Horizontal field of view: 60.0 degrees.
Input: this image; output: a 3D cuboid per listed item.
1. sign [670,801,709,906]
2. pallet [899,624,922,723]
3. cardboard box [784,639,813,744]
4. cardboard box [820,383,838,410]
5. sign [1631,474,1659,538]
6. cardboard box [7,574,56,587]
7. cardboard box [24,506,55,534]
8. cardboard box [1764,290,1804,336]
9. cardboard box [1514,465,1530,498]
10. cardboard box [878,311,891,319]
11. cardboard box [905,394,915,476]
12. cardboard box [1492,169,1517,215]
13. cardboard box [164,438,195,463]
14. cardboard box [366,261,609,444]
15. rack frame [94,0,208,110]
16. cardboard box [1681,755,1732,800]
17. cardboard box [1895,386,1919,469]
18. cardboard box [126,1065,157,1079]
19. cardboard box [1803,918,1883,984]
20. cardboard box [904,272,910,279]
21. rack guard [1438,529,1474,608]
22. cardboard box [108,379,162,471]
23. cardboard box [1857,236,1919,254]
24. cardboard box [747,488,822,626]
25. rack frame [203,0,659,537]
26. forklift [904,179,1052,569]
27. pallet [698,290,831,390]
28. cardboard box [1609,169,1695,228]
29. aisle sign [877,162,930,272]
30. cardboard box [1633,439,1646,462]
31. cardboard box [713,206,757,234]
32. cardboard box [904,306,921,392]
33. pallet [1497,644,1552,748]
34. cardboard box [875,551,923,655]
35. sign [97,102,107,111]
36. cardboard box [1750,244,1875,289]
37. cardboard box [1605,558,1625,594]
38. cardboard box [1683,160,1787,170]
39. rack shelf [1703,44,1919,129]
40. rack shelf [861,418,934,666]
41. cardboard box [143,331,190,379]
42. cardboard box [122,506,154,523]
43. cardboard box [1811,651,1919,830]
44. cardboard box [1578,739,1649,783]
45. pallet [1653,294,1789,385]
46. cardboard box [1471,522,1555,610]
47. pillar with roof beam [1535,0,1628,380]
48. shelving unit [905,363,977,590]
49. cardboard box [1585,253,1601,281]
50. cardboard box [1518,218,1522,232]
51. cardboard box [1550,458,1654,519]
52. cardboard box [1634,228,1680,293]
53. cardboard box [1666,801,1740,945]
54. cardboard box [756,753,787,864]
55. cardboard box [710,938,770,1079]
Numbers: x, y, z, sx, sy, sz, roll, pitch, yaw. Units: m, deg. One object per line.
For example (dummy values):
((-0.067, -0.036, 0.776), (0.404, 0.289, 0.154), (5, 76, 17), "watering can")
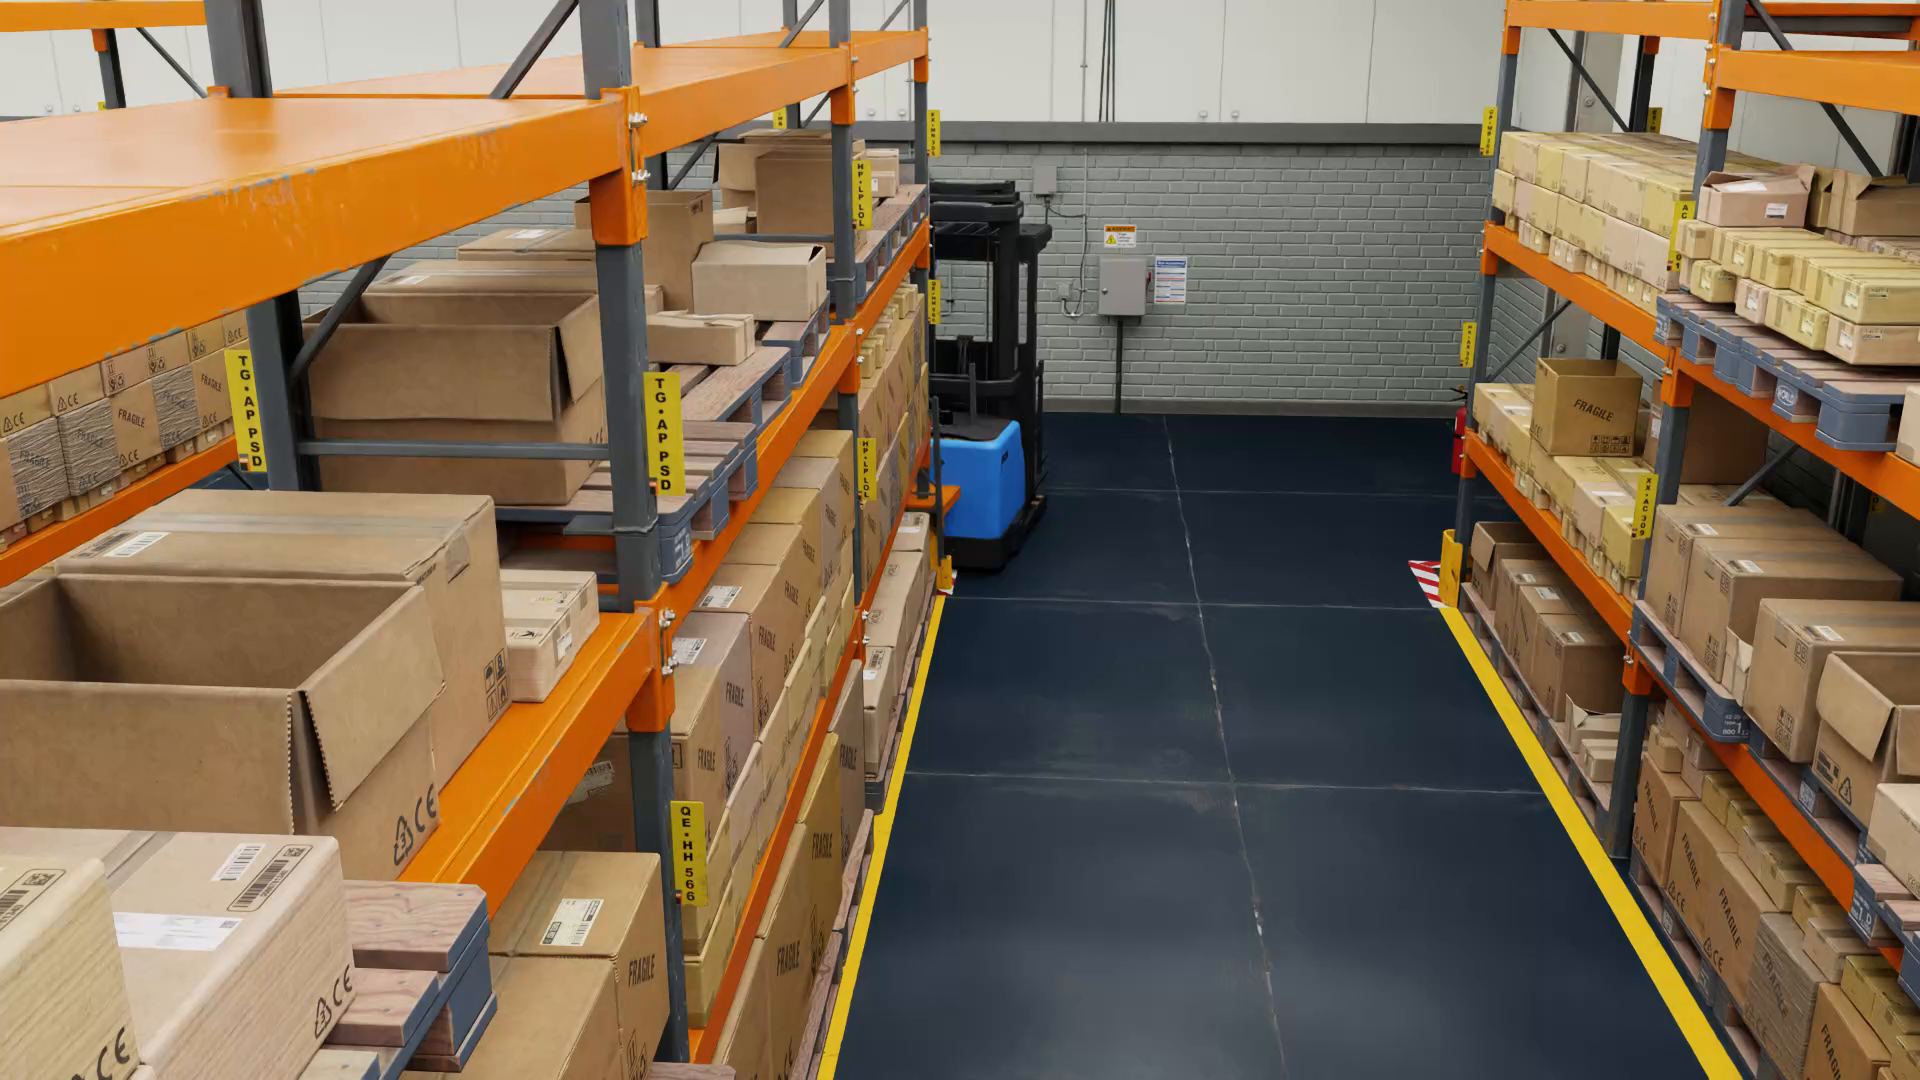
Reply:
((-0.764, 0.883, 4.677), (0.100, 0.325, 0.005), (1, 18, 4), "sign")
((-0.802, 0.855, 10.974), (1.003, 0.211, 1.213), (1, 18, 4), "pallet")
((-0.887, 0.596, 6.724), (0.500, 0.250, 0.500), (2, 18, 5), "cardboard box")
((-0.737, -0.779, 8.674), (0.380, 0.149, 0.250), (1, 18, 3), "cardboard box")
((3.390, -0.167, 8.225), (0.100, 0.325, 0.005), (1, 18, 4), "sign")
((-6.050, 0.340, 11.016), (0.380, 0.149, 0.250), (1, 18, 4), "cardboard box")
((-5.680, -0.146, 9.955), (0.380, 0.149, 0.250), (0, 18, 1), "cardboard box")
((3.443, -0.898, 6.597), (0.380, 0.149, 0.250), (1, 18, 3), "cardboard box")
((3.780, -0.374, 10.650), (0.380, 0.149, 0.250), (1, 18, 2), "cardboard box")
((-0.632, -1.334, 10.369), (0.380, 0.149, 0.250), (2, 18, 6), "cardboard box")
((-0.581, -0.674, 11.002), (0.500, 0.500, 0.500), (2, 18, 6), "cardboard box")
((3.915, -2.352, 11.229), (0.500, 0.250, 0.500), (1, 18, 3), "cardboard box")
((-5.520, -0.634, 11.445), (0.380, 0.149, 0.250), (0, 18, 1), "cardboard box")
((-1.424, -0.597, 5.277), (0.700, 0.500, 0.500), (0, 18, 1), "cardboard box")
((-5.677, -4.028, 11.763), (1.000, 3.000, 0.127), (1, 18, 4), "rack frame")
((3.698, 1.127, 7.963), (0.380, 0.149, 0.250), (1, 18, 2), "cardboard box")
((3.511, -0.334, 5.549), (0.500, 0.250, 0.500), (1, 18, 4), "cardboard box")
((-1.115, 0.745, 1.580), (0.500, 0.250, 0.500), (1, 18, 3), "cardboard box")
((3.551, 1.606, 6.502), (0.380, 0.149, 0.250), (0, 18, 1), "cardboard box")
((-0.558, -1.813, 11.830), (0.380, 0.149, 0.250), (2, 18, 5), "cardboard box")
((4.214, 0.223, 12.439), (1.175, 0.500, 0.348), (1, 18, 4), "rack guard")
((-5.567, -0.748, 10.751), (0.500, 0.500, 0.500), (2, 18, 7), "cardboard box")
((4.022, -1.186, 7.000), (0.380, 0.149, 0.250), (1, 18, 3), "cardboard box")
((-0.886, 0.084, 7.083), (0.500, 0.500, 0.500), (2, 18, 6), "cardboard box")
((-1.306, -1.464, 3.939), (1.000, 3.000, 0.127), (1, 18, 4), "rack frame")
((0.151, -1.589, 14.065), (1.130, 2.935, 3.031), (4, 19, 13), "forklift")
((-1.035, -0.904, 7.355), (0.805, 0.209, 1.217), (1, 18, 2), "pallet")
((3.756, -1.799, 8.739), (0.500, 0.250, 0.500), (1, 18, 3), "cardboard box")
((-0.418, -2.349, 12.098), (0.394, 0.787, 0.004), (1, 18, 4), "aisle sign")
((4.335, -0.433, 10.191), (0.500, 0.250, 0.500), (1, 18, 4), "cardboard box")
((-1.292, -1.670, 8.765), (0.396, 0.266, 0.258), (2, 18, 6), "cardboard box")
((-0.537, -1.302, 11.314), (0.500, 0.500, 0.500), (1, 18, 4), "cardboard box")
((4.067, 0.986, 10.575), (1.003, 0.211, 1.213), (1, 18, 4), "pallet")
((-0.737, 0.412, 11.289), (0.875, 0.438, 0.875), (2, 18, 5), "cardboard box")
((-6.218, -3.030, 12.131), (0.100, 0.325, 0.005), (1, 18, 4), "sign")
((3.473, -1.115, 6.781), (0.380, 0.149, 0.250), (1, 18, 3), "cardboard box")
((3.700, 0.188, 8.937), (0.380, 0.149, 0.250), (2, 18, 5), "cardboard box")
((4.309, -1.945, 9.186), (0.500, 0.250, 0.500), (1, 18, 3), "cardboard box")
((3.789, -1.444, 5.675), (1.077, 0.370, 4.000), (1, 18, 4), "rack shelf")
((-0.876, -0.135, 10.672), (1.077, 0.370, 4.000), (1, 18, 4), "rack shelf")
((-5.526, -1.374, 11.056), (0.500, 0.500, 0.500), (2, 18, 7), "cardboard box")
((-6.053, -0.149, 12.510), (0.380, 0.149, 0.250), (0, 18, 1), "cardboard box")
((3.578, 0.737, 6.017), (0.797, 0.503, 0.637), (1, 18, 3), "cardboard box")
((3.679, 1.230, 9.257), (0.380, 0.149, 0.250), (1, 18, 2), "cardboard box")
((3.815, -0.881, 7.279), (1.213, 0.211, 1.003), (1, 18, 4), "pallet")
((4.081, 0.186, 11.872), (0.797, 0.503, 0.637), (1, 18, 2), "cardboard box")
((1.017, -4.752, 13.975), (9.100, 9.000, 0.400), (1, 18, 4), "pillar with roof beam")
((-0.236, -0.526, 12.903), (0.587, 1.500, 1.083), (4, 21, 16), "shelving unit")
((3.794, -1.566, 9.472), (0.380, 0.149, 0.250), (1, 18, 4), "cardboard box")
((3.972, -2.118, 11.157), (0.380, 0.149, 0.250), (2, 18, 5), "cardboard box")
((3.796, -0.290, 9.754), (0.500, 0.250, 0.500), (1, 18, 4), "cardboard box")
((3.717, -1.397, 8.315), (0.500, 0.250, 0.500), (1, 18, 4), "cardboard box")
((3.645, 1.553, 7.705), (0.500, 0.500, 0.500), (1, 18, 3), "cardboard box")
((-0.957, 0.989, 6.328), (0.500, 0.250, 0.500), (2, 18, 6), "cardboard box")
((-1.173, 1.984, 5.788), (0.875, 0.875, 0.875), (1, 18, 3), "cardboard box")
